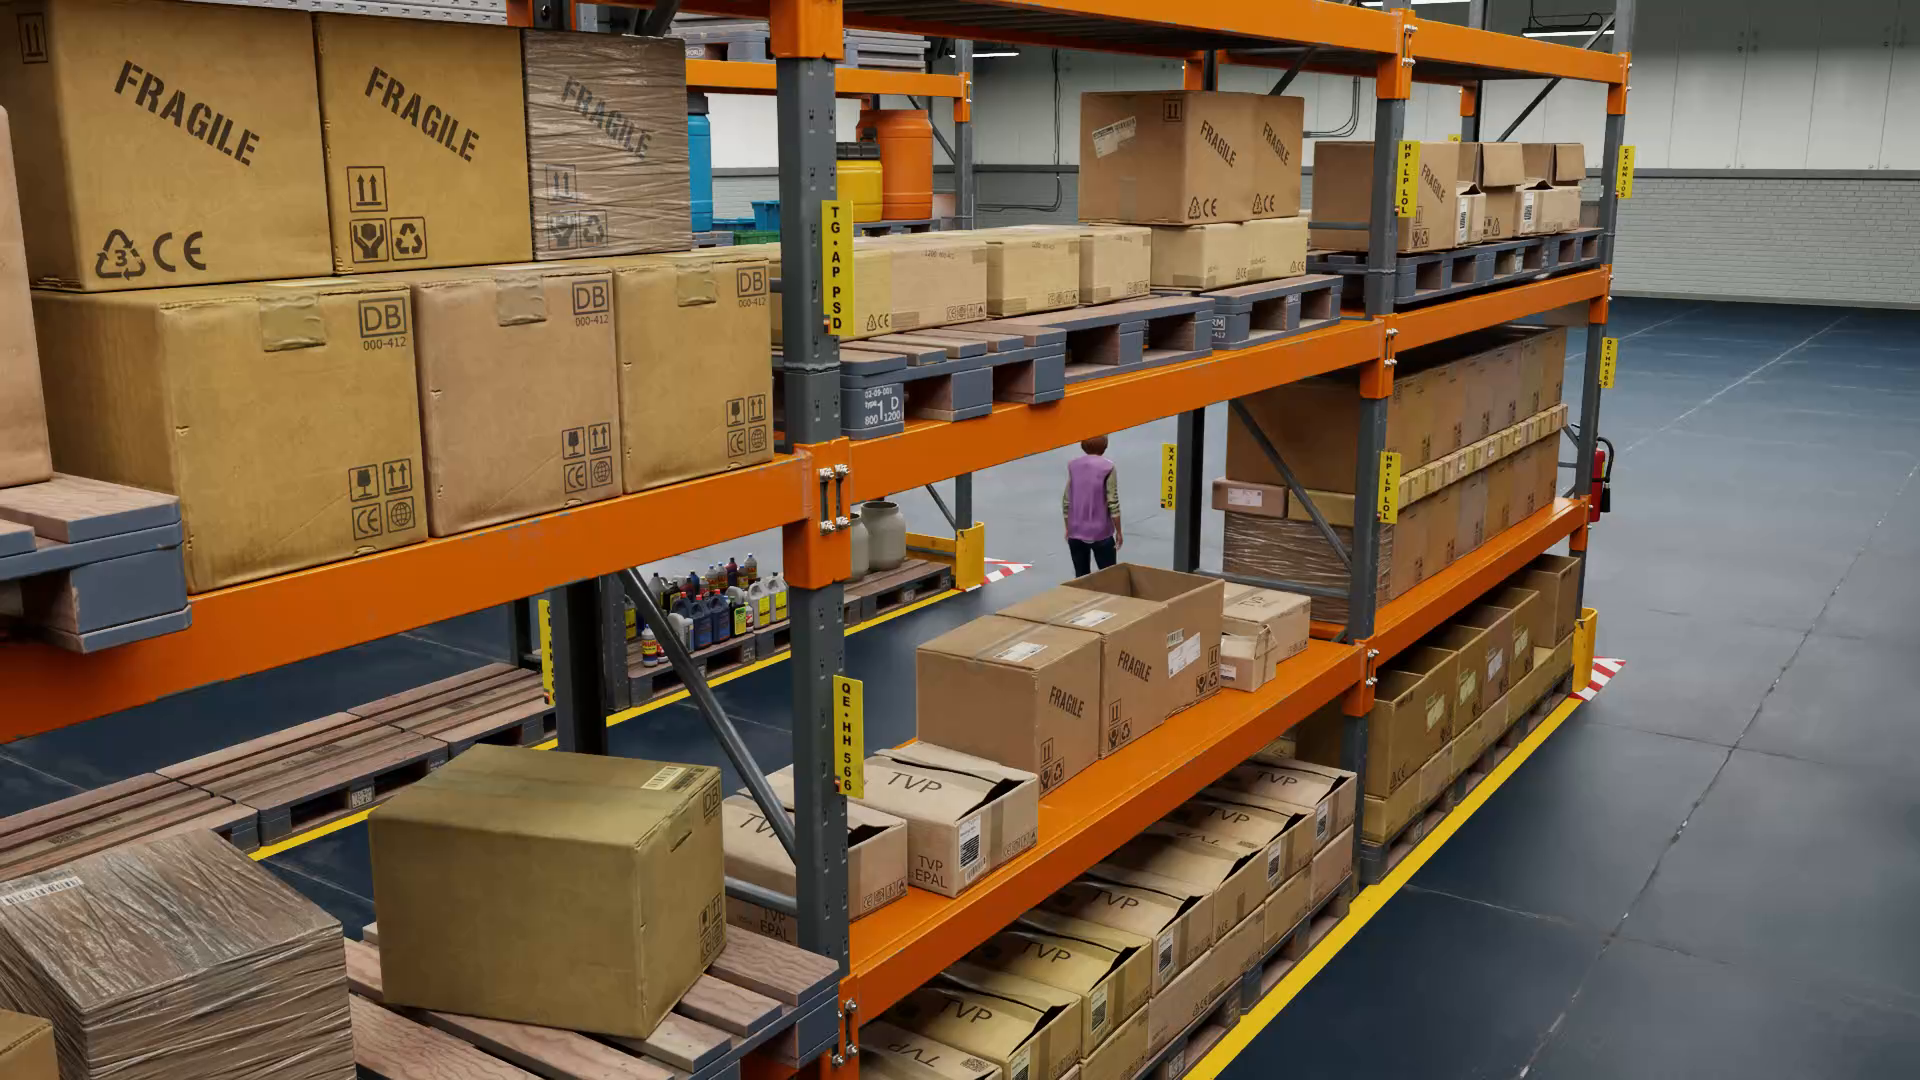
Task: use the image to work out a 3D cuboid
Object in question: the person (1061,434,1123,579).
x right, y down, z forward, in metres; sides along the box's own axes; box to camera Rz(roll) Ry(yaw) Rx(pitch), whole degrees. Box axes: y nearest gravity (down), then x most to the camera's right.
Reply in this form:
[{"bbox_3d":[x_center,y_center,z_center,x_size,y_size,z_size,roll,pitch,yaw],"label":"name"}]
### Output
[{"bbox_3d":[0.973,-0.038,12.173,0.483,1.592,0.348,8,15,29],"label":"person"}]
